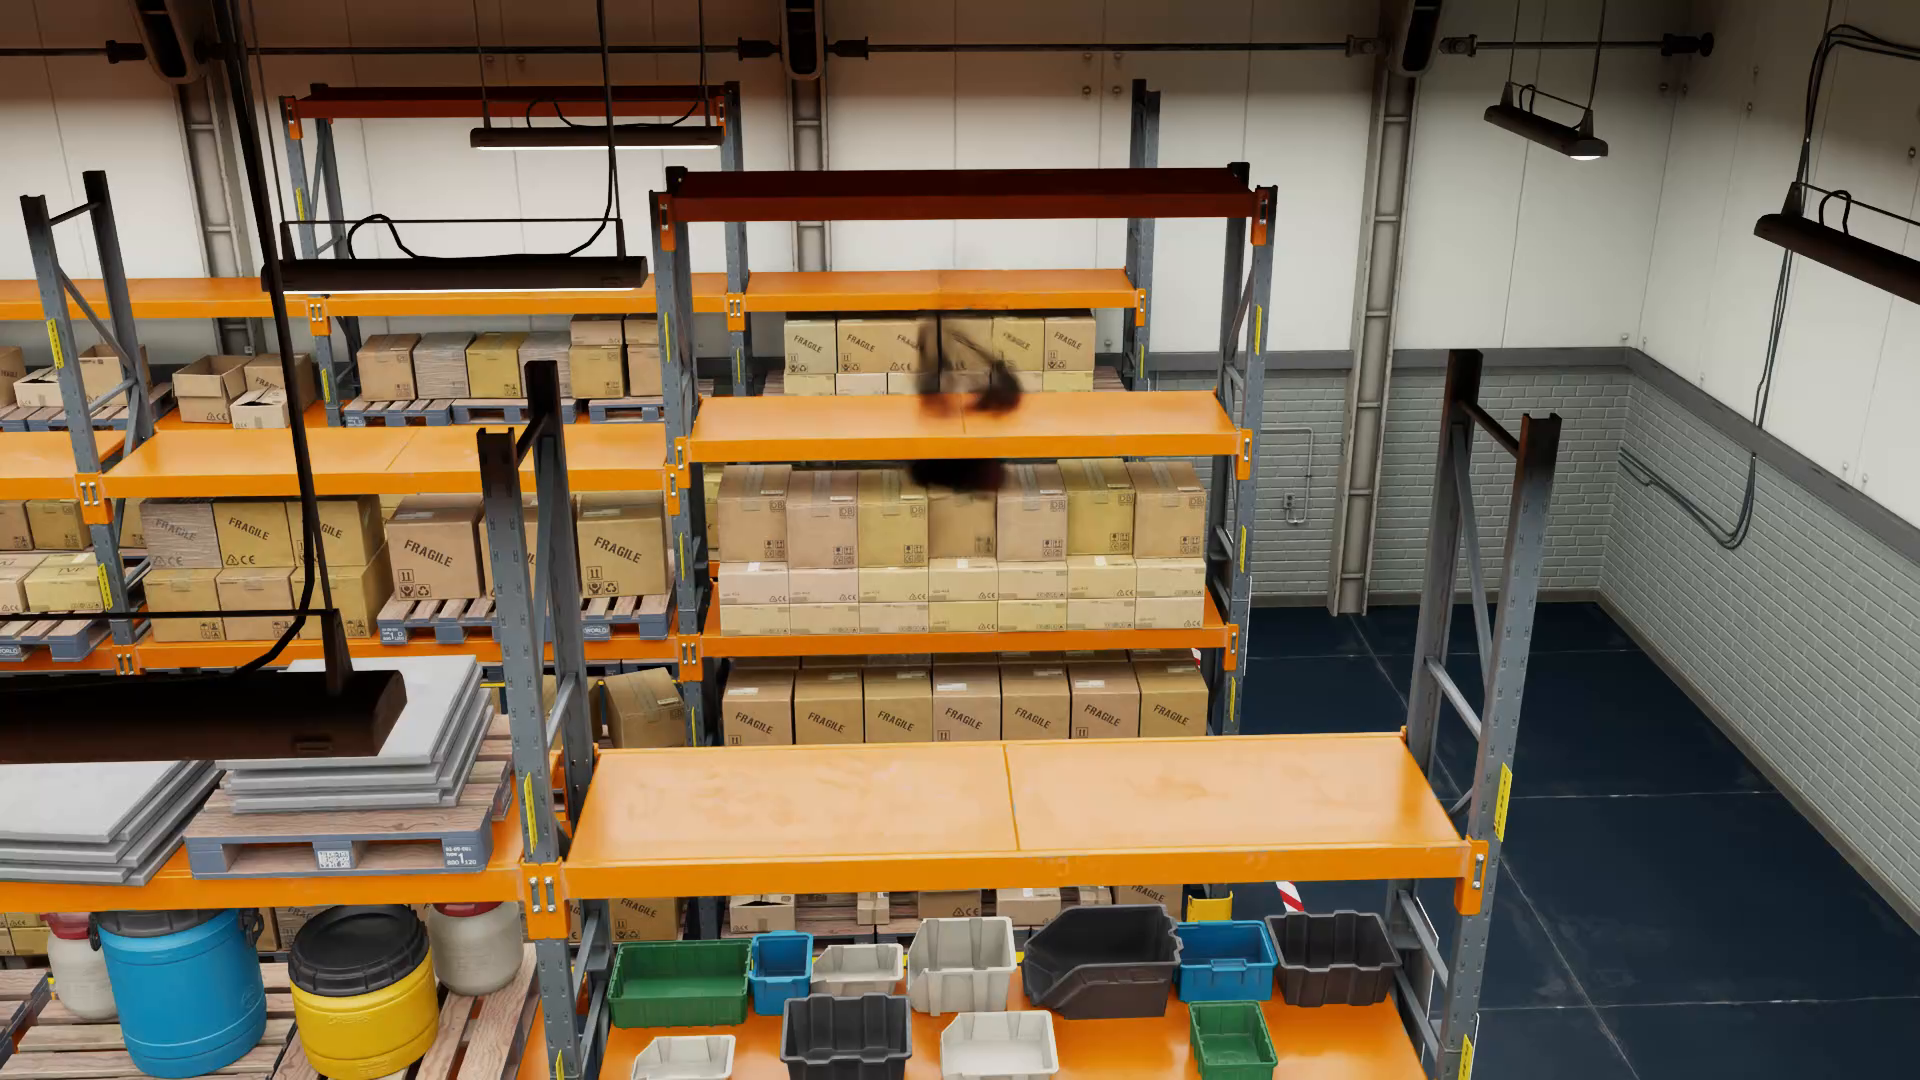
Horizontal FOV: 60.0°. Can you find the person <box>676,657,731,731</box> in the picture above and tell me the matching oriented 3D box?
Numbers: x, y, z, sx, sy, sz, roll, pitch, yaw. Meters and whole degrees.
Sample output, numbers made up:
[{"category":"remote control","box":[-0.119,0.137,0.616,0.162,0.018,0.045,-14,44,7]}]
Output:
[{"category":"person","box":[-2.256,1.315,15.689,0.830,1.695,0.648,-4,22,-9]}]

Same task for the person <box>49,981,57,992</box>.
[{"category":"person","box":[-5.241,3.472,10.426,0.890,1.679,0.605,-3,22,-7]}]
